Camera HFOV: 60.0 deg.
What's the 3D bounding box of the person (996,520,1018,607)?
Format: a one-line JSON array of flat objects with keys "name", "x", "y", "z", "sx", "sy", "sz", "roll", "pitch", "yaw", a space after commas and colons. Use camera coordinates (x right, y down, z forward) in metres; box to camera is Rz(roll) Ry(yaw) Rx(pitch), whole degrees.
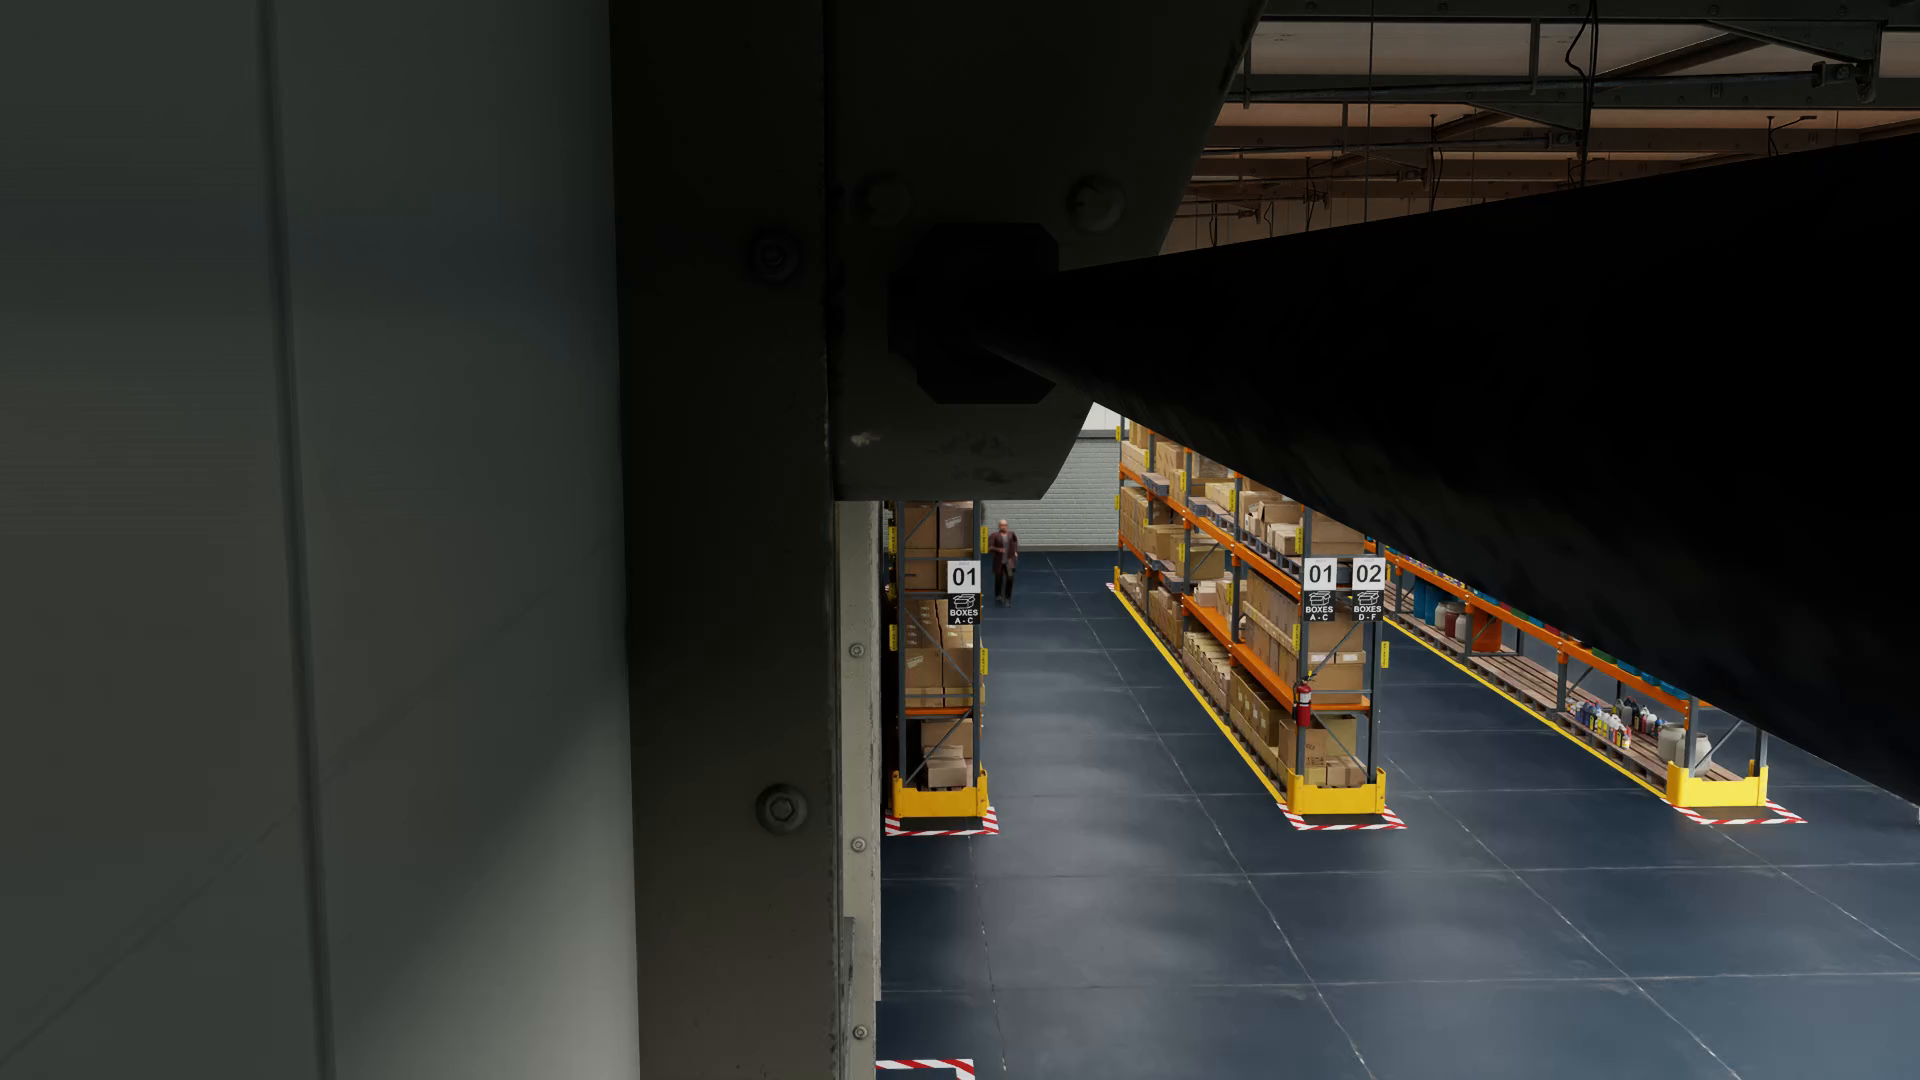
[{"name": "person", "x": 0.908, "y": 0.490, "z": 34.623, "sx": 0.639, "sy": 1.819, "sz": 0.909, "roll": -1, "pitch": 8, "yaw": -9}]
